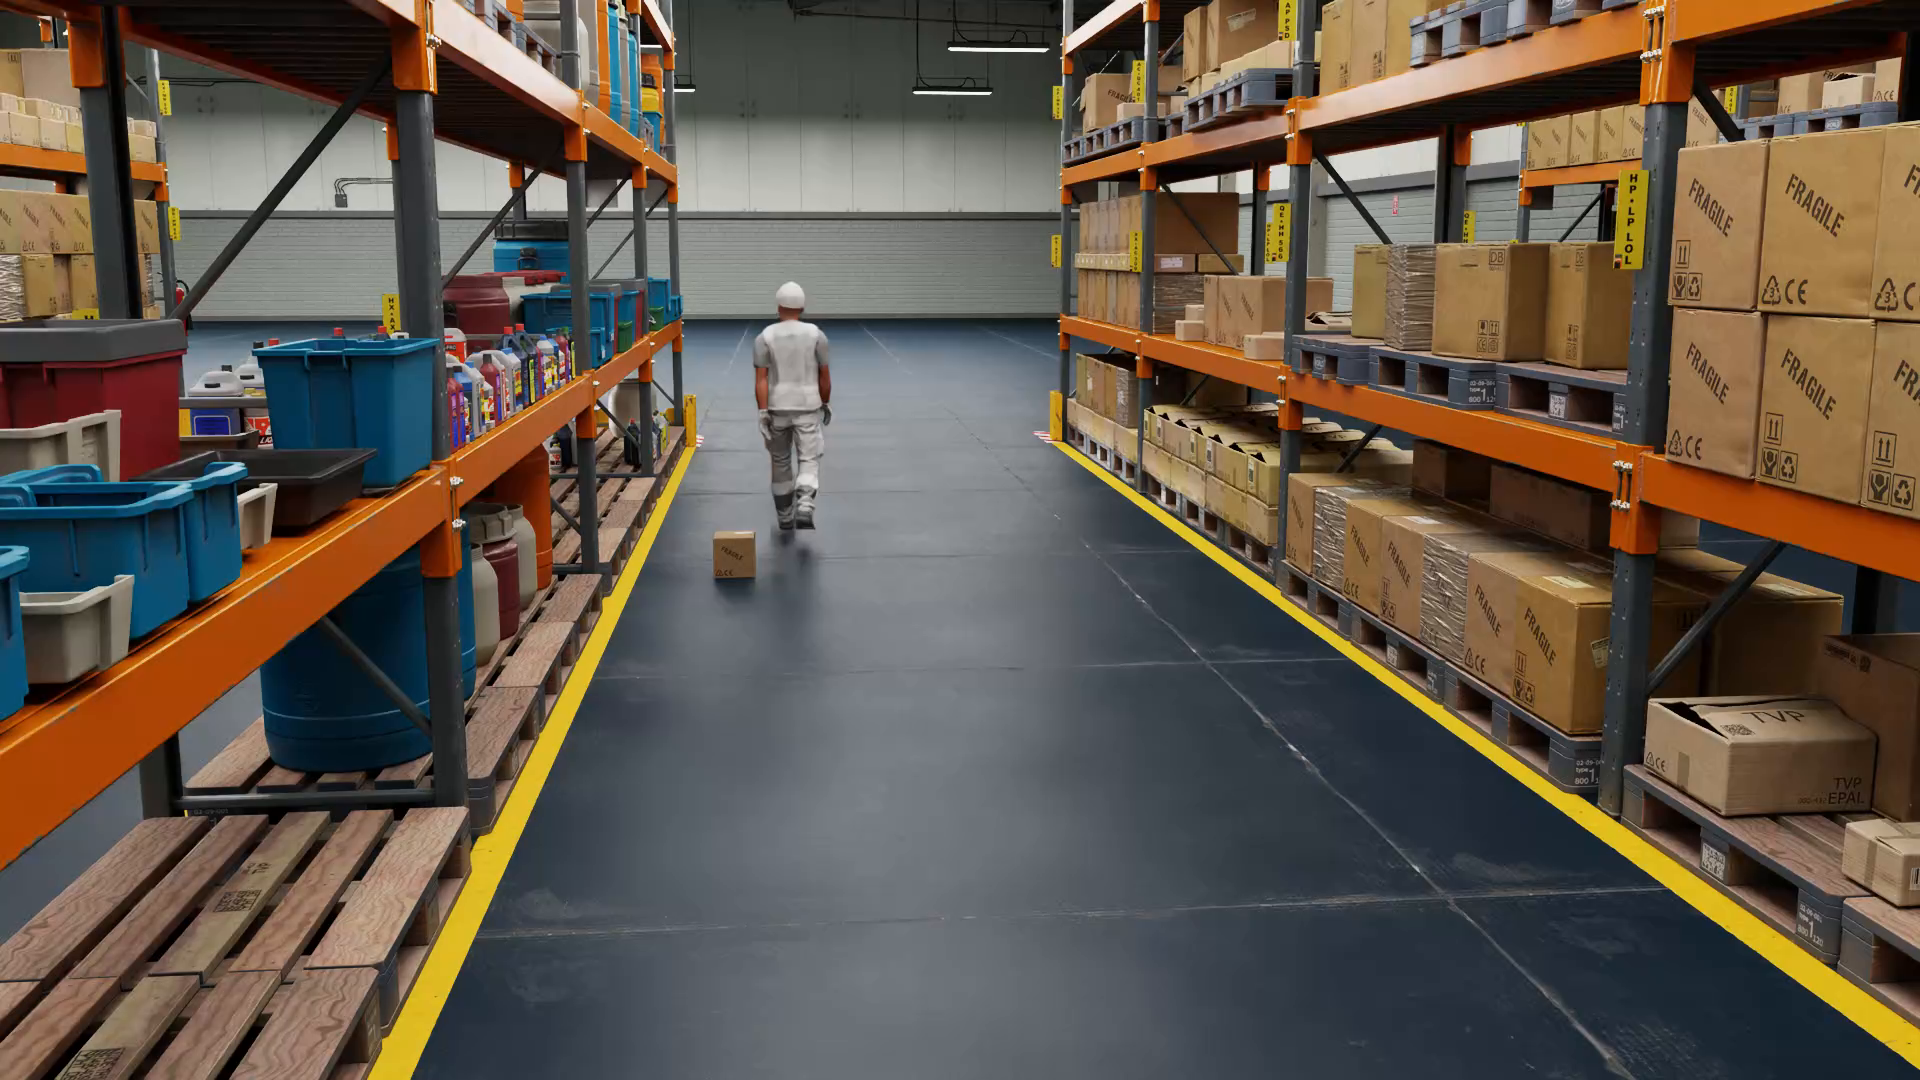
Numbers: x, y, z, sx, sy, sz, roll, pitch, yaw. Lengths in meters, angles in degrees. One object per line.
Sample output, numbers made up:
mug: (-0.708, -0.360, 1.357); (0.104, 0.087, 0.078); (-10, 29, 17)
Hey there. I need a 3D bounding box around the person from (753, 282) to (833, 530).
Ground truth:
person: (-1.151, -0.901, 11.511); (0.528, 1.752, 0.990); (0, 10, -3)
